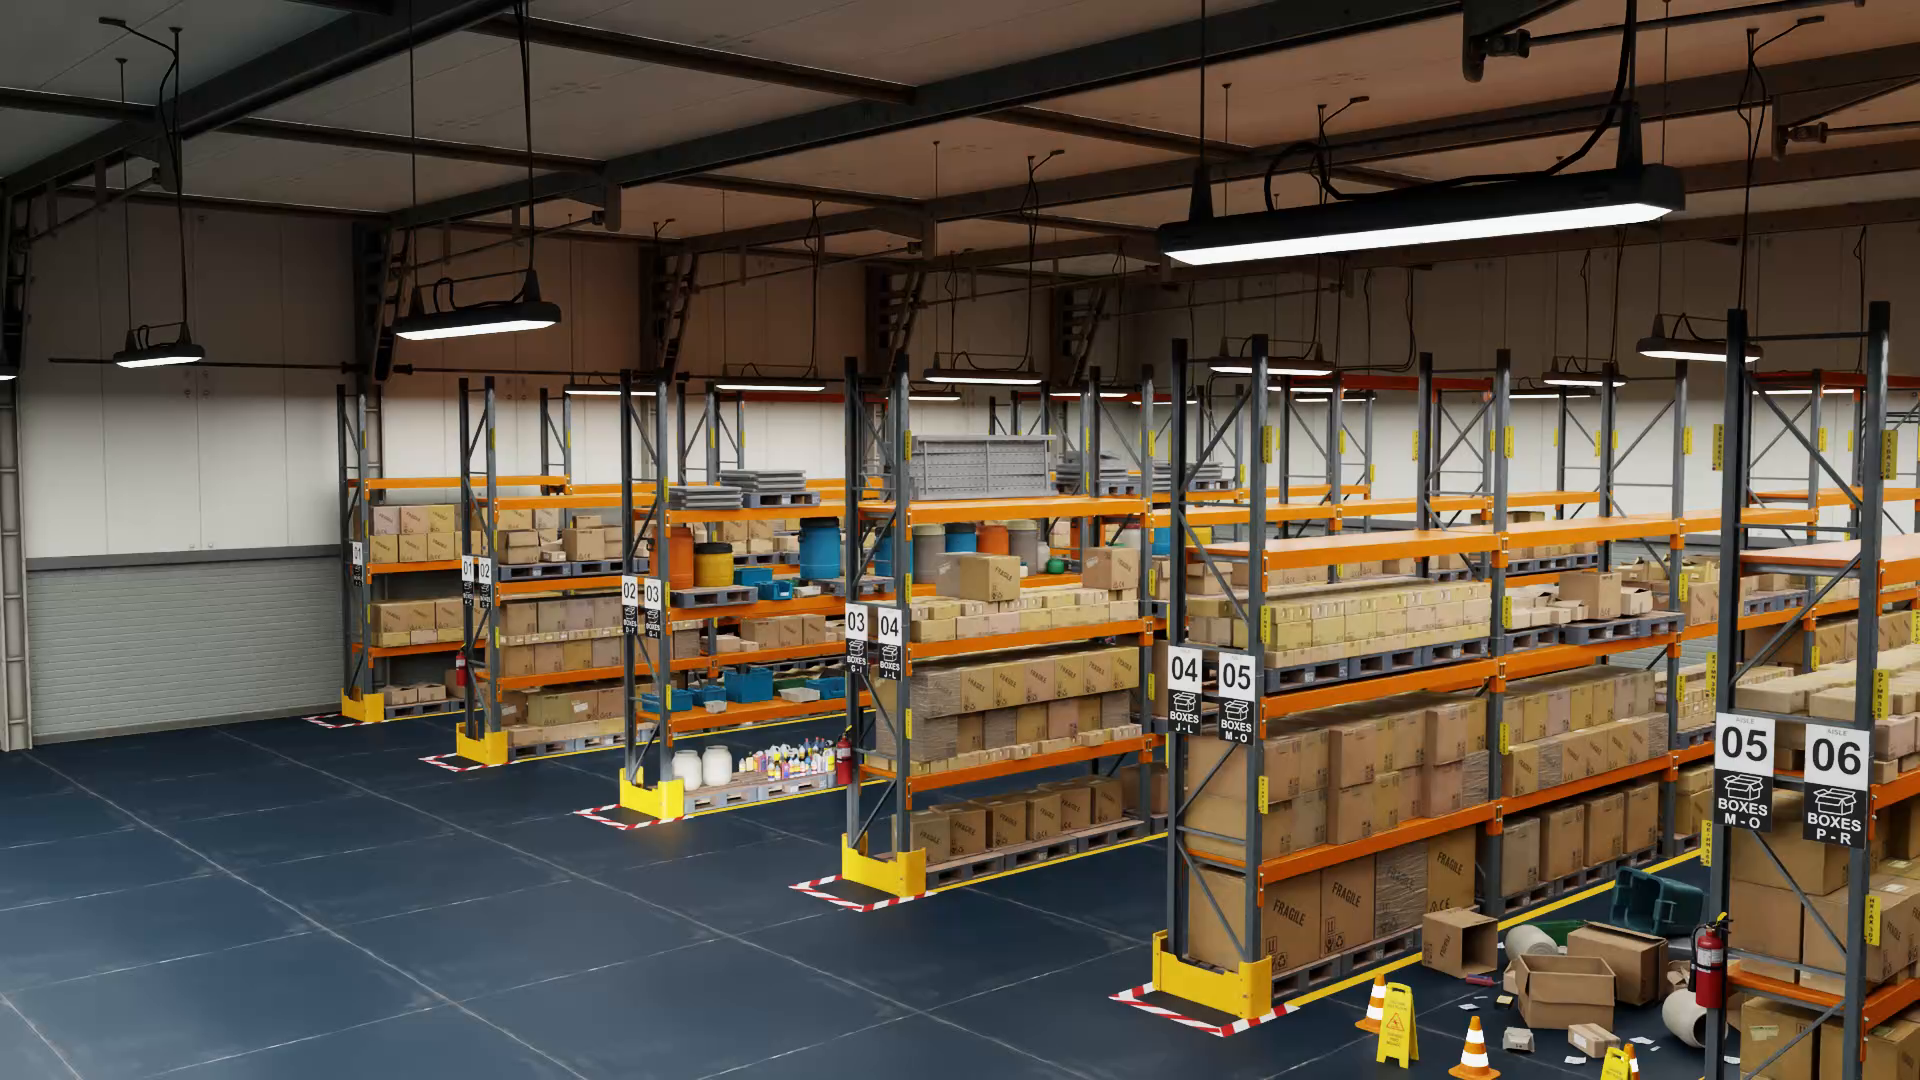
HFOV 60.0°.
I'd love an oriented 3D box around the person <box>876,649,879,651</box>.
[{"bbox_3d":[-1.637,1.903,34.697,0.505,1.655,0.733,0,4,2],"label":"person"}]
